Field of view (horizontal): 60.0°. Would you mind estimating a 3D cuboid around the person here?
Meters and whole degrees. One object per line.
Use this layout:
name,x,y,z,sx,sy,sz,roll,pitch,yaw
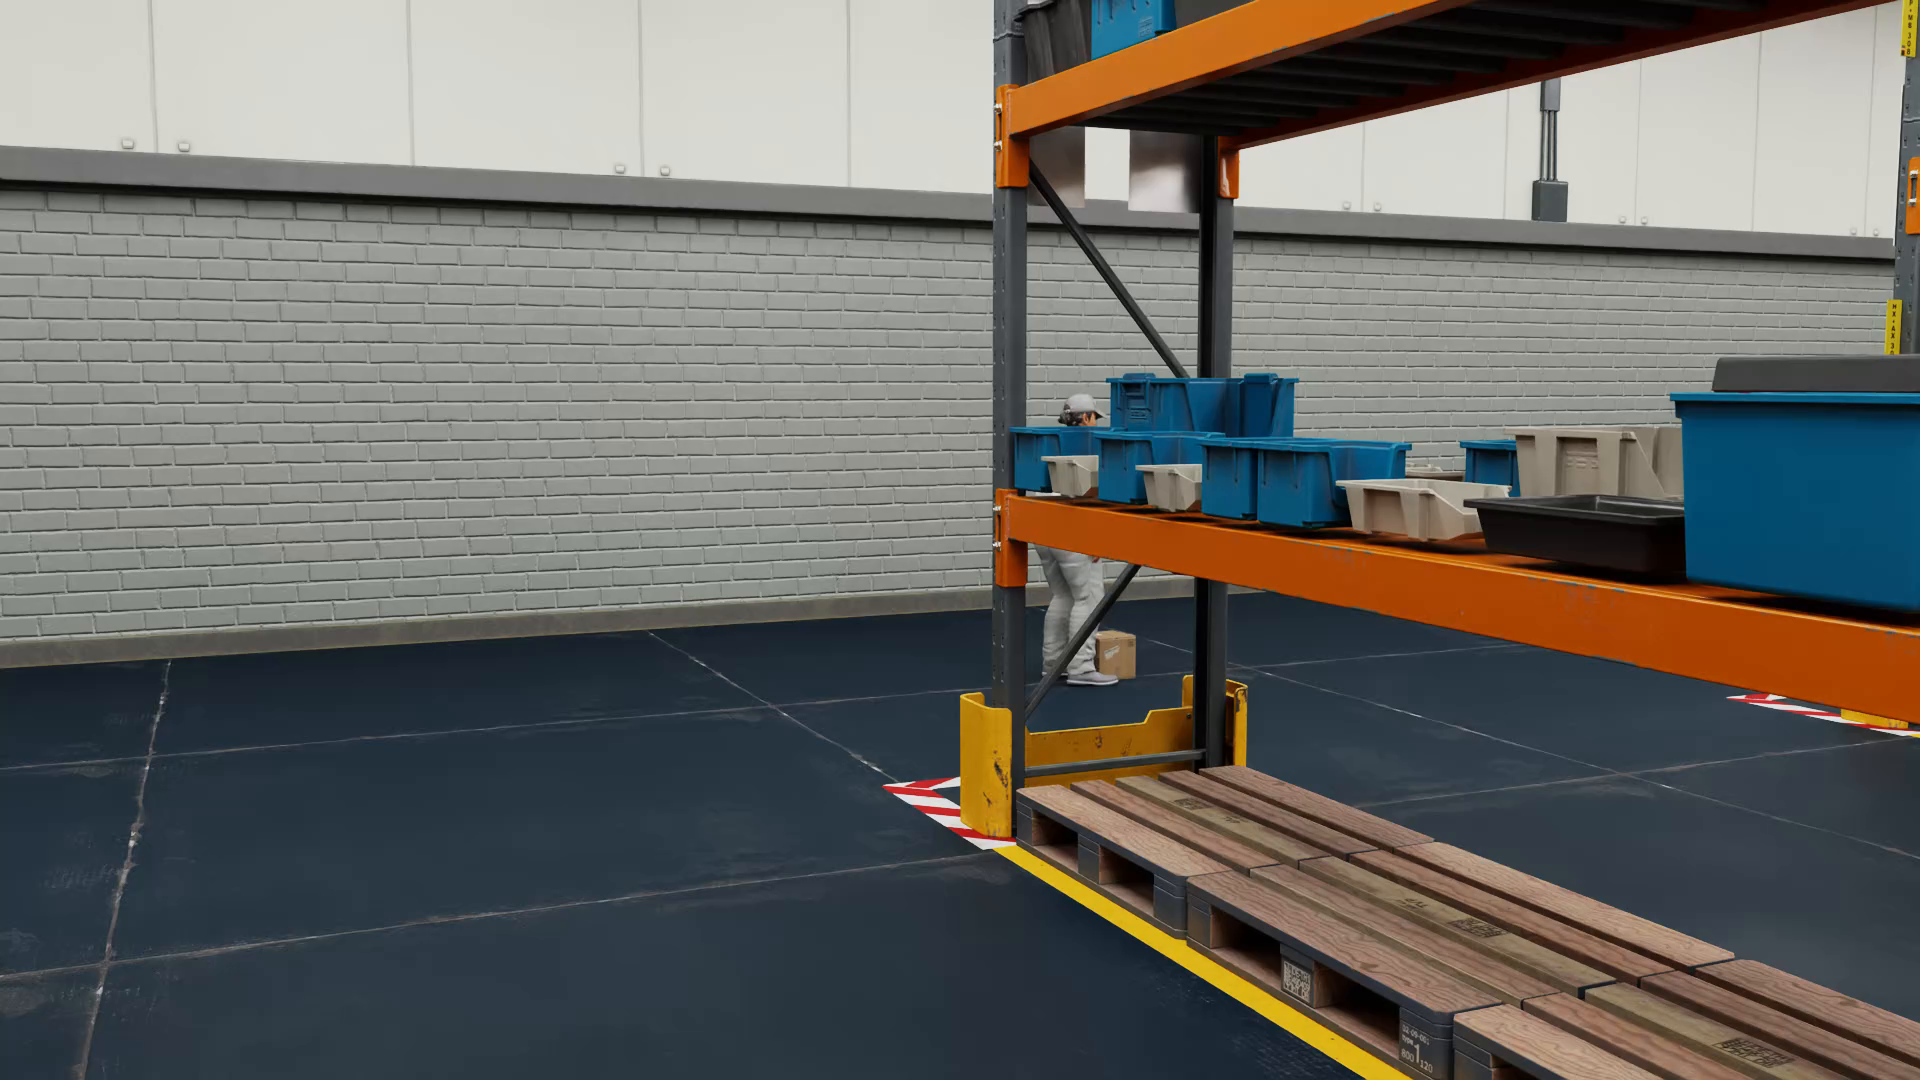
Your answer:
person,0.663,-0.013,9.611,0.467,1.665,0.555,-3,6,-27
